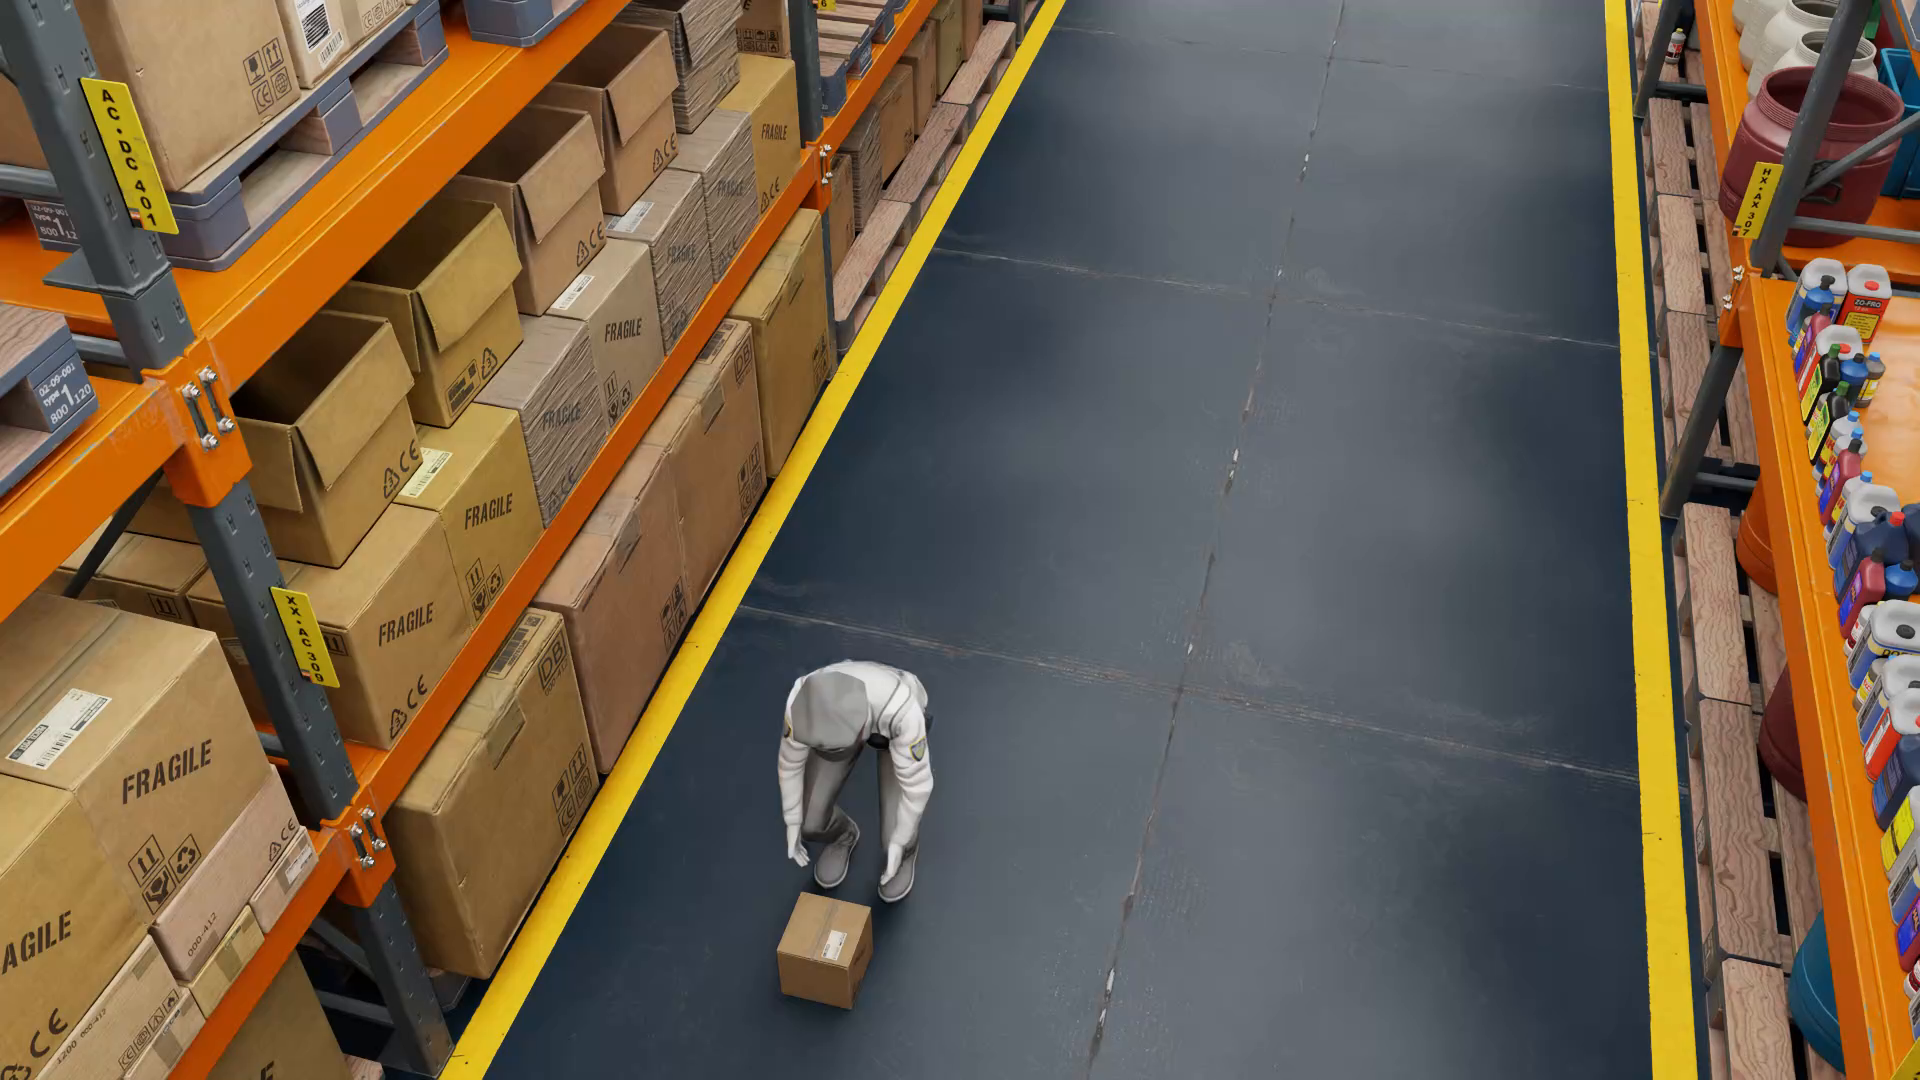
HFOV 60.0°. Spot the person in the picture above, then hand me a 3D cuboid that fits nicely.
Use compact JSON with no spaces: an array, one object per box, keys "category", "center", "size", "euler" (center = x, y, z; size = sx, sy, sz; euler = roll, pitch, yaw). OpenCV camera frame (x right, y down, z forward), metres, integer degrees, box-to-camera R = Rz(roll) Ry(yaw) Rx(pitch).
[{"category":"person","center":[-0.320,0.775,5.583],"size":[0.531,1.263,0.765],"euler":[11,42,12]}]
